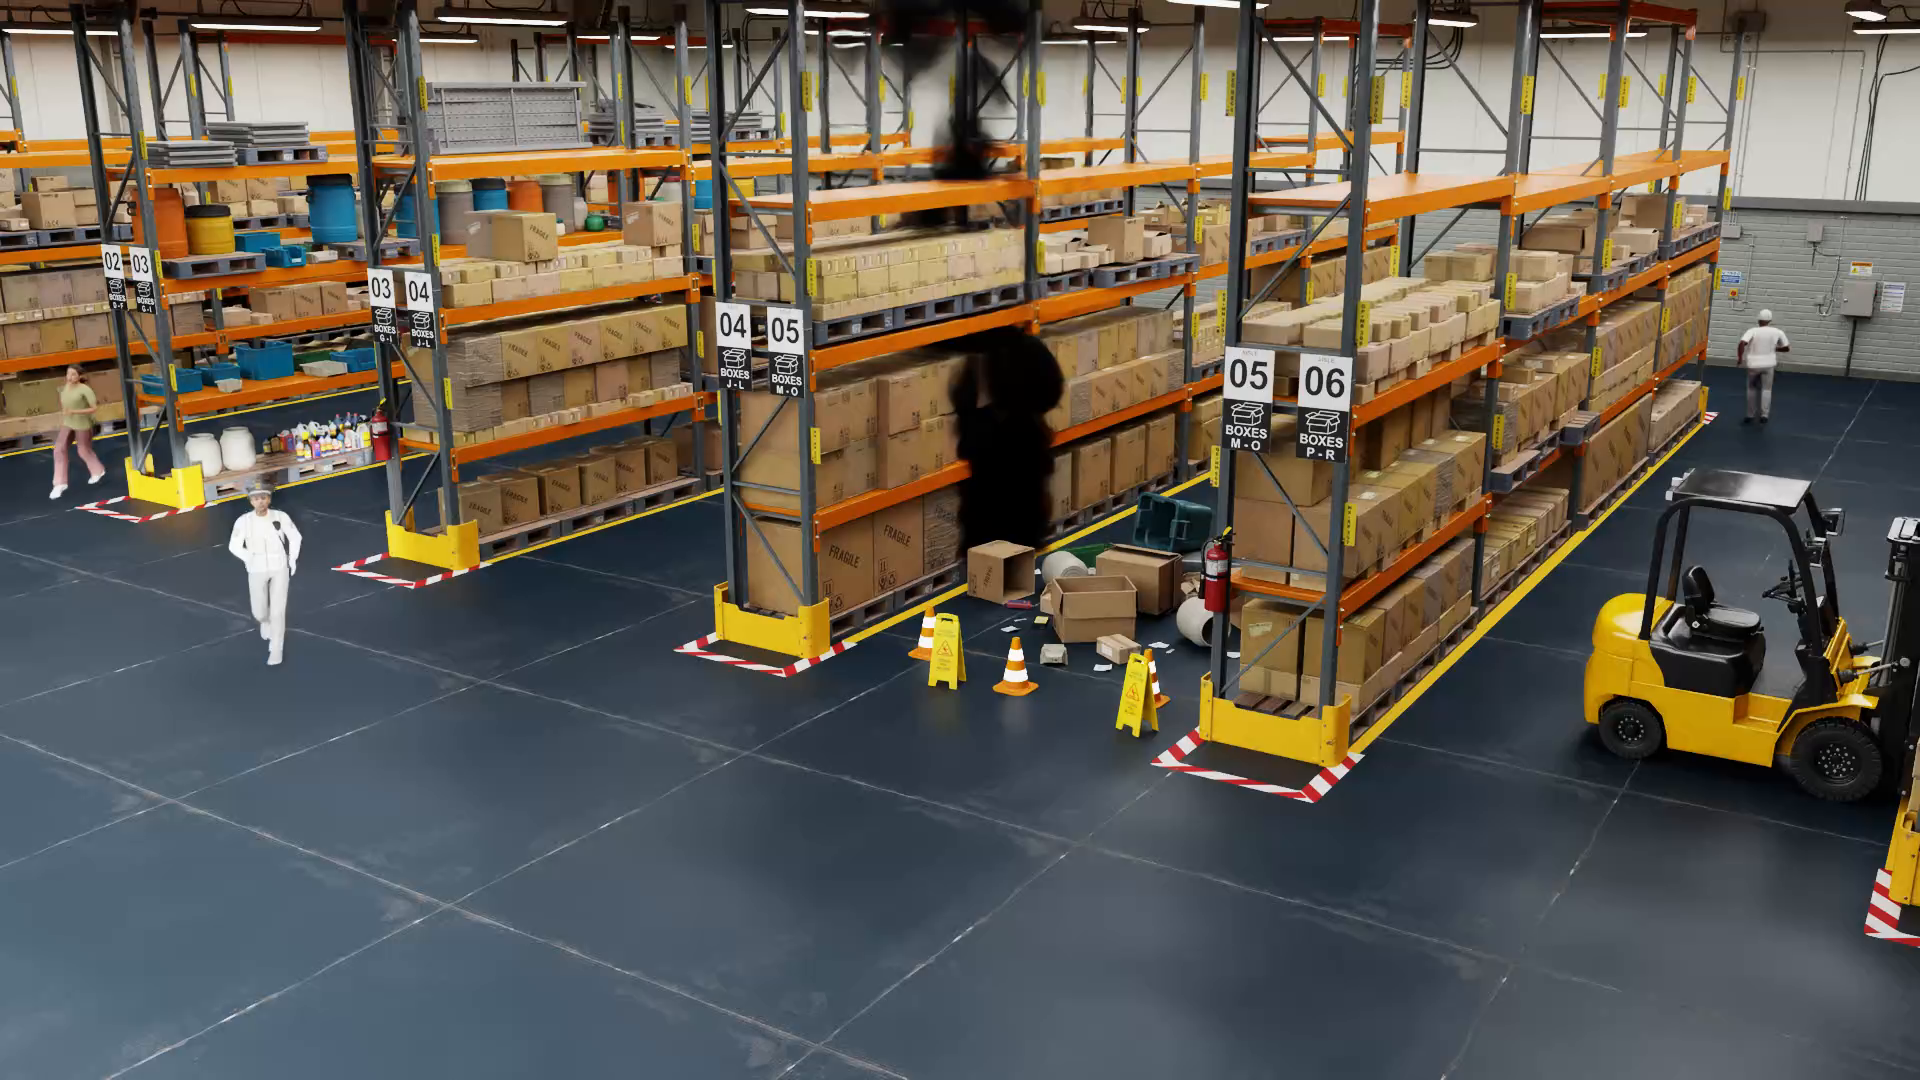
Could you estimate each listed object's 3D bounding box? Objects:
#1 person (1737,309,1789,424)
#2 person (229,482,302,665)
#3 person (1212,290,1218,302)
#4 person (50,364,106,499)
[{"bbox_3d":[12.232,-2.657,25.413,0.735,1.738,0.987,6,17,19],"label":"person"},{"bbox_3d":[-6.300,0.267,15.157,0.614,1.659,0.652,-6,17,-21],"label":"person"},{"bbox_3d":[4.293,-3.304,27.884,0.652,1.779,0.724,15,21,43],"label":"person"},{"bbox_3d":[-11.261,-1.435,21.296,0.582,1.673,0.904,3,16,9],"label":"person"}]
